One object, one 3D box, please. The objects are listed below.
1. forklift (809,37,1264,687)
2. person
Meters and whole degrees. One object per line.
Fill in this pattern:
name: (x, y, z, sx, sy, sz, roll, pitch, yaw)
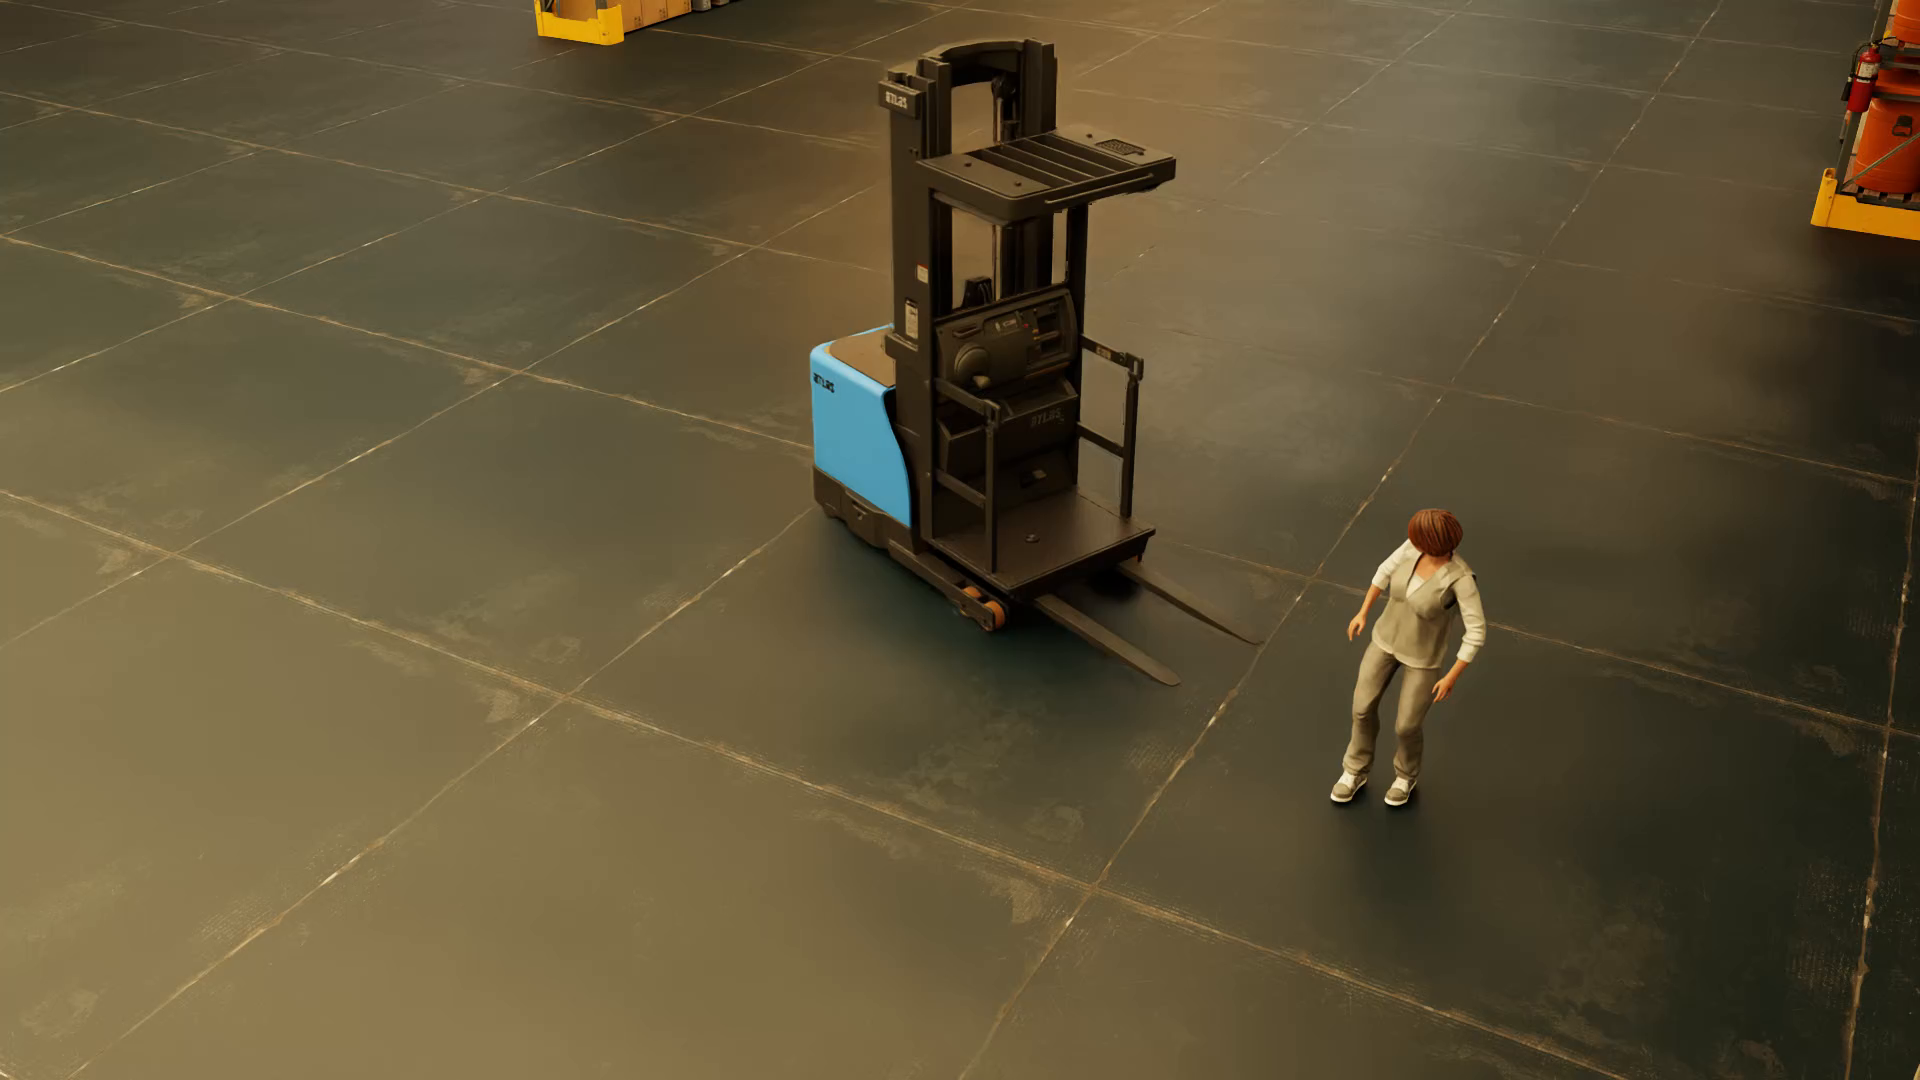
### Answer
forklift: (0.393, -1.047, 8.885, 1.130, 2.935, 3.031, -21, 36, -32)
person: (2.020, 0.548, 7.498, 0.445, 1.564, 0.617, -26, 39, -37)
